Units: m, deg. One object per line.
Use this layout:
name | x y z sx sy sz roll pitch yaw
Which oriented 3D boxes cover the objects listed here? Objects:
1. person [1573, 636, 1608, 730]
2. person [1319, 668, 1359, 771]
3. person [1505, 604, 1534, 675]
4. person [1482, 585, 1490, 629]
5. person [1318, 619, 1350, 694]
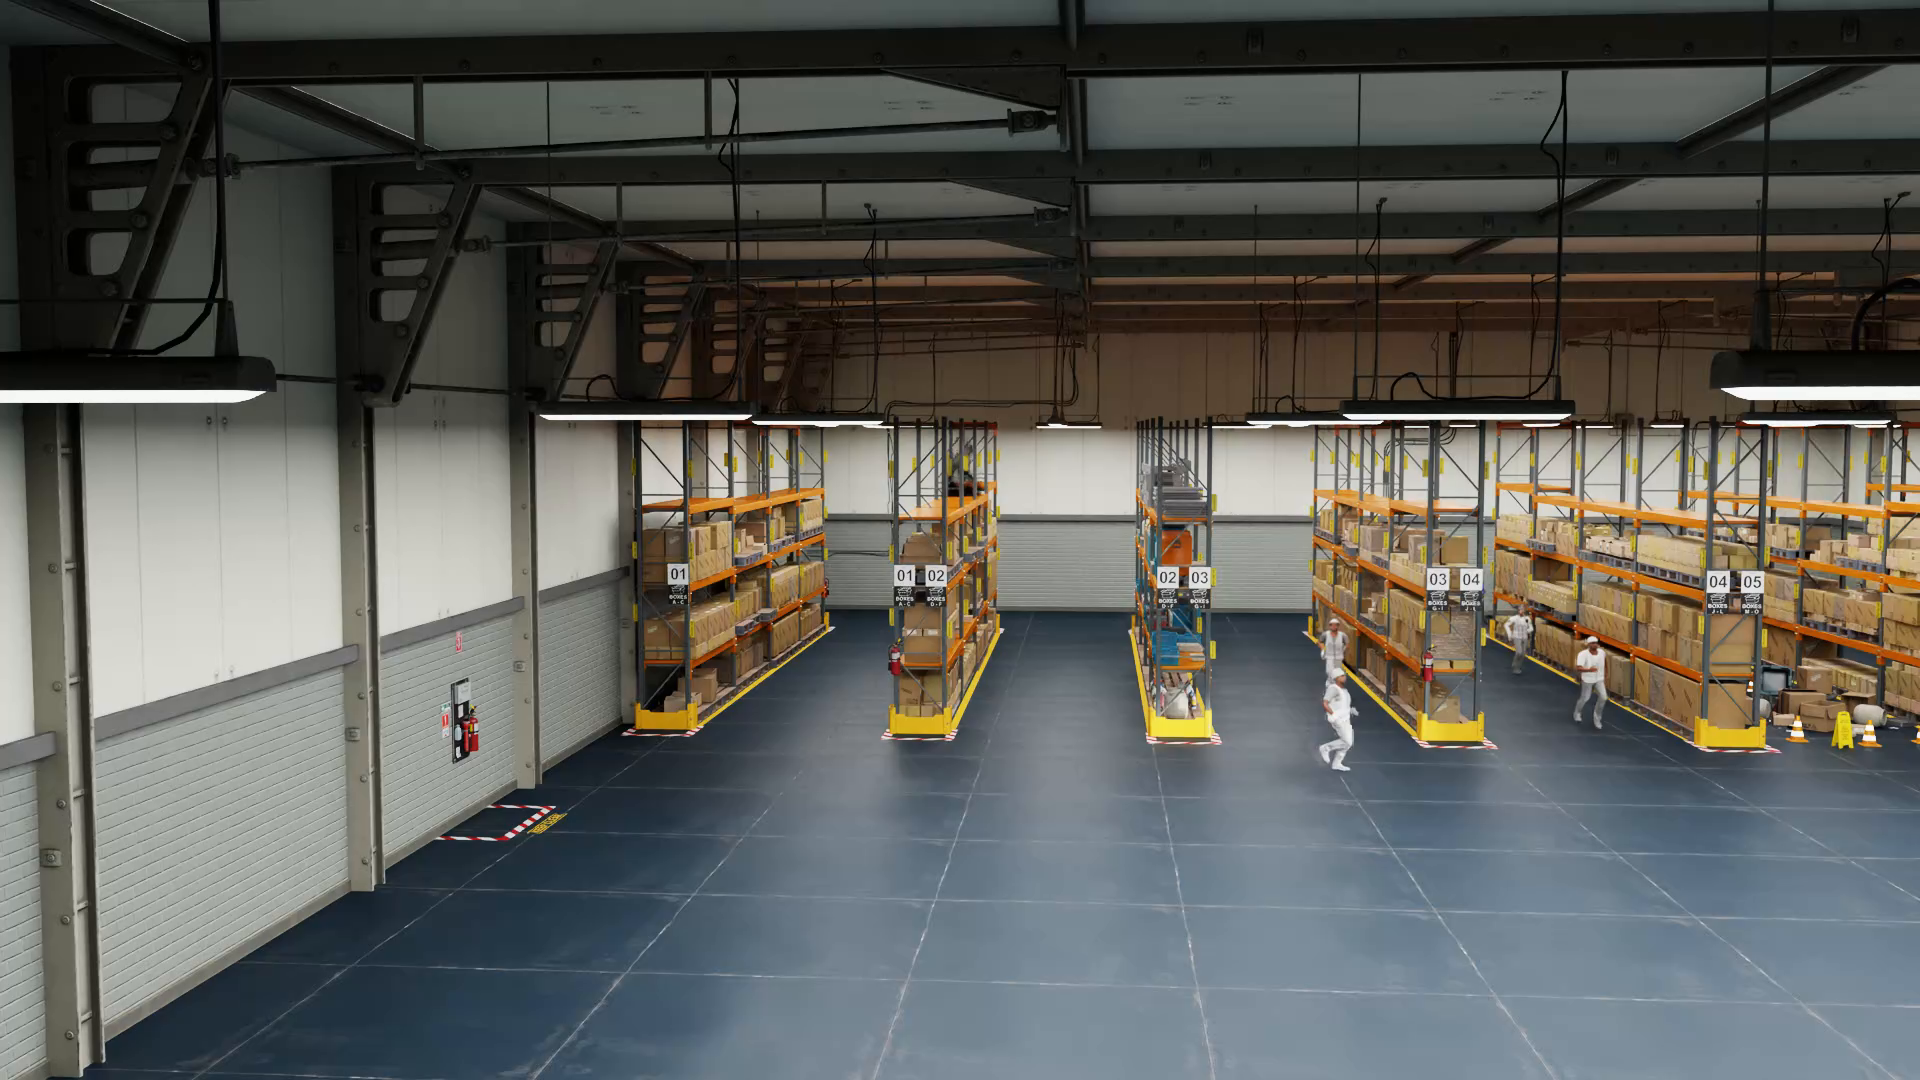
person | 12.241 2.743 32.179 0.710 1.798 0.889 0 4 -3
person | 6.395 3.024 28.074 0.599 1.733 0.686 2 4 30
person | 13.148 2.328 38.990 0.582 1.672 0.632 0 4 -3
person | 14.751 1.830 47.228 0.872 1.665 0.603 -1 4 -12
person | 7.899 2.556 35.052 0.620 1.806 0.709 0 4 4
